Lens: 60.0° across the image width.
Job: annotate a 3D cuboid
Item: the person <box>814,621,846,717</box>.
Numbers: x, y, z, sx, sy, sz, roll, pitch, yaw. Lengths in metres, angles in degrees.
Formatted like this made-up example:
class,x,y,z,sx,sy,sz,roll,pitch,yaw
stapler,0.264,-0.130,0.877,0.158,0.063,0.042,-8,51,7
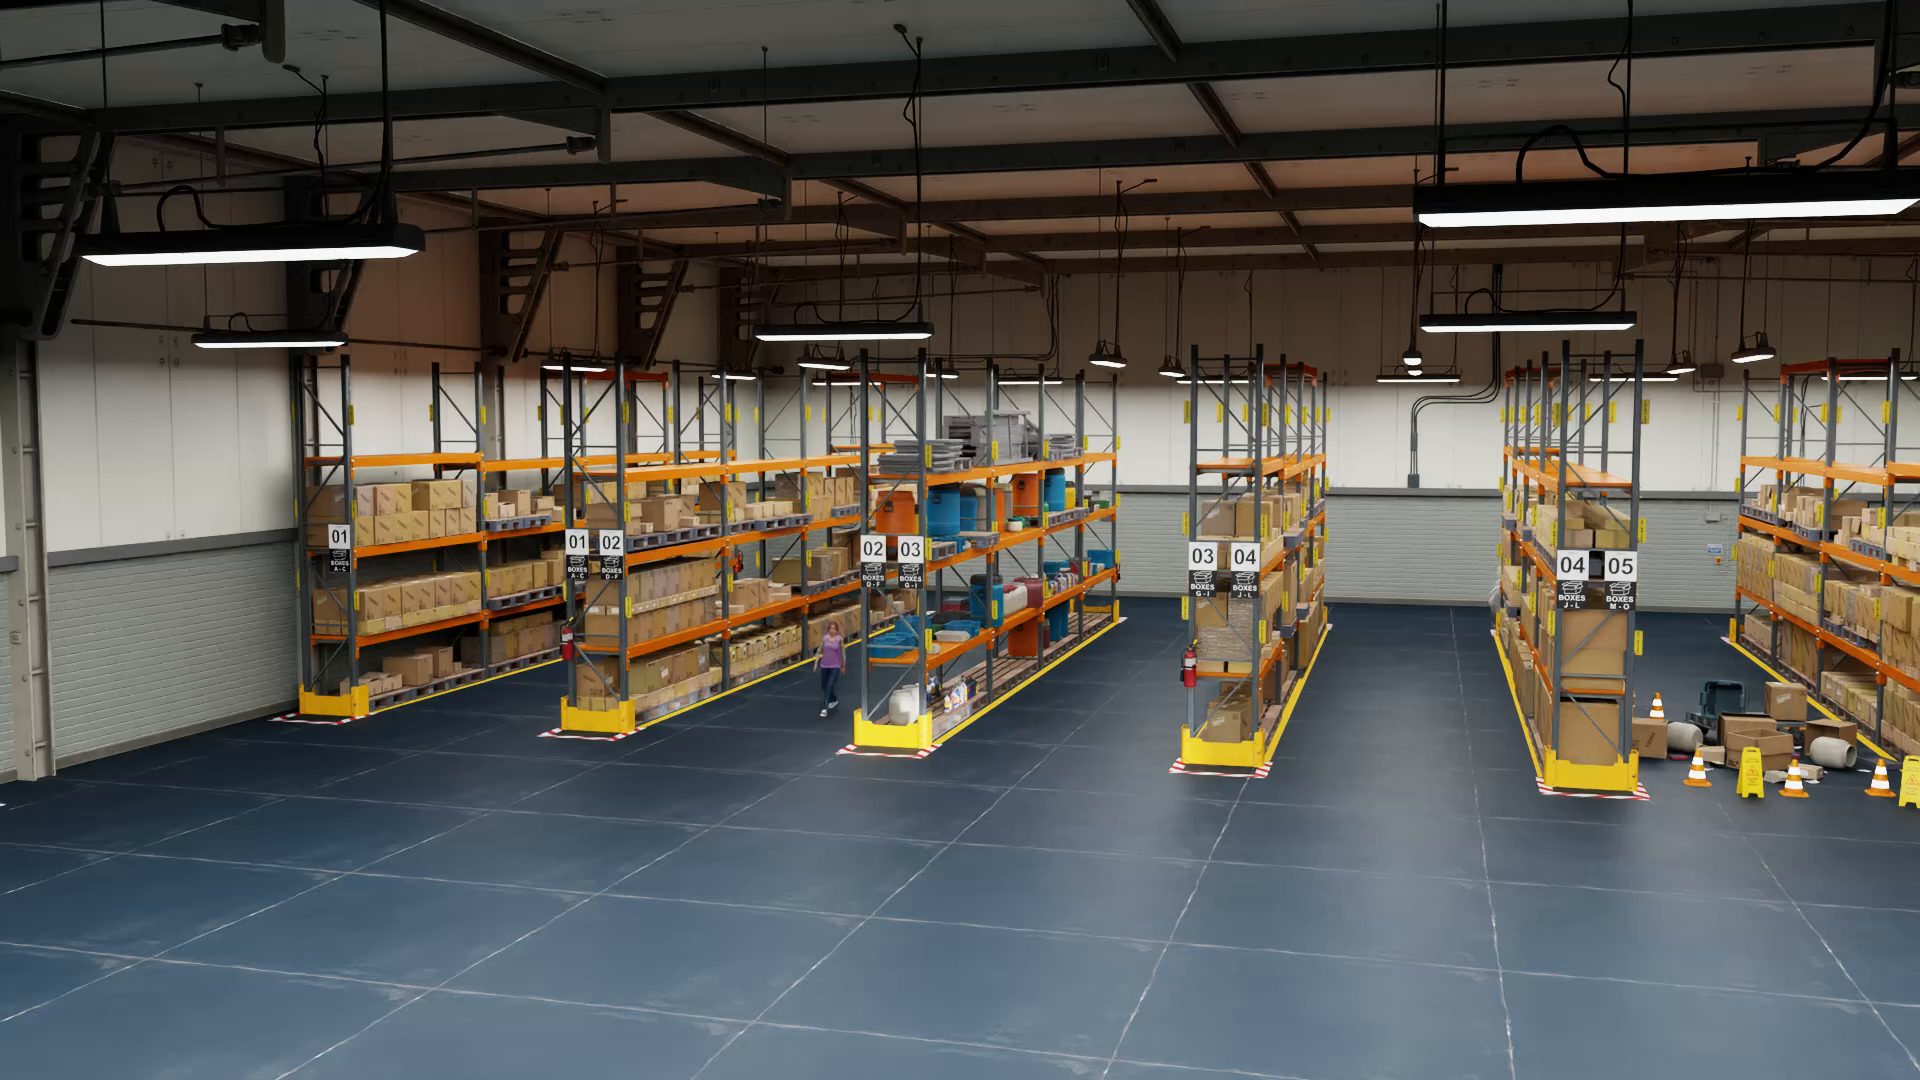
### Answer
class,x,y,z,sx,sy,sz,roll,pitch,yaw
person,-2.175,2.151,27.849,0.498,1.519,0.815,1,4,10

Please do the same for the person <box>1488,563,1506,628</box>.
class,x,y,z,sx,sy,sz,roll,pitch,yaw
person,12.743,1.219,39.036,0.538,1.785,0.628,-1,4,-17
